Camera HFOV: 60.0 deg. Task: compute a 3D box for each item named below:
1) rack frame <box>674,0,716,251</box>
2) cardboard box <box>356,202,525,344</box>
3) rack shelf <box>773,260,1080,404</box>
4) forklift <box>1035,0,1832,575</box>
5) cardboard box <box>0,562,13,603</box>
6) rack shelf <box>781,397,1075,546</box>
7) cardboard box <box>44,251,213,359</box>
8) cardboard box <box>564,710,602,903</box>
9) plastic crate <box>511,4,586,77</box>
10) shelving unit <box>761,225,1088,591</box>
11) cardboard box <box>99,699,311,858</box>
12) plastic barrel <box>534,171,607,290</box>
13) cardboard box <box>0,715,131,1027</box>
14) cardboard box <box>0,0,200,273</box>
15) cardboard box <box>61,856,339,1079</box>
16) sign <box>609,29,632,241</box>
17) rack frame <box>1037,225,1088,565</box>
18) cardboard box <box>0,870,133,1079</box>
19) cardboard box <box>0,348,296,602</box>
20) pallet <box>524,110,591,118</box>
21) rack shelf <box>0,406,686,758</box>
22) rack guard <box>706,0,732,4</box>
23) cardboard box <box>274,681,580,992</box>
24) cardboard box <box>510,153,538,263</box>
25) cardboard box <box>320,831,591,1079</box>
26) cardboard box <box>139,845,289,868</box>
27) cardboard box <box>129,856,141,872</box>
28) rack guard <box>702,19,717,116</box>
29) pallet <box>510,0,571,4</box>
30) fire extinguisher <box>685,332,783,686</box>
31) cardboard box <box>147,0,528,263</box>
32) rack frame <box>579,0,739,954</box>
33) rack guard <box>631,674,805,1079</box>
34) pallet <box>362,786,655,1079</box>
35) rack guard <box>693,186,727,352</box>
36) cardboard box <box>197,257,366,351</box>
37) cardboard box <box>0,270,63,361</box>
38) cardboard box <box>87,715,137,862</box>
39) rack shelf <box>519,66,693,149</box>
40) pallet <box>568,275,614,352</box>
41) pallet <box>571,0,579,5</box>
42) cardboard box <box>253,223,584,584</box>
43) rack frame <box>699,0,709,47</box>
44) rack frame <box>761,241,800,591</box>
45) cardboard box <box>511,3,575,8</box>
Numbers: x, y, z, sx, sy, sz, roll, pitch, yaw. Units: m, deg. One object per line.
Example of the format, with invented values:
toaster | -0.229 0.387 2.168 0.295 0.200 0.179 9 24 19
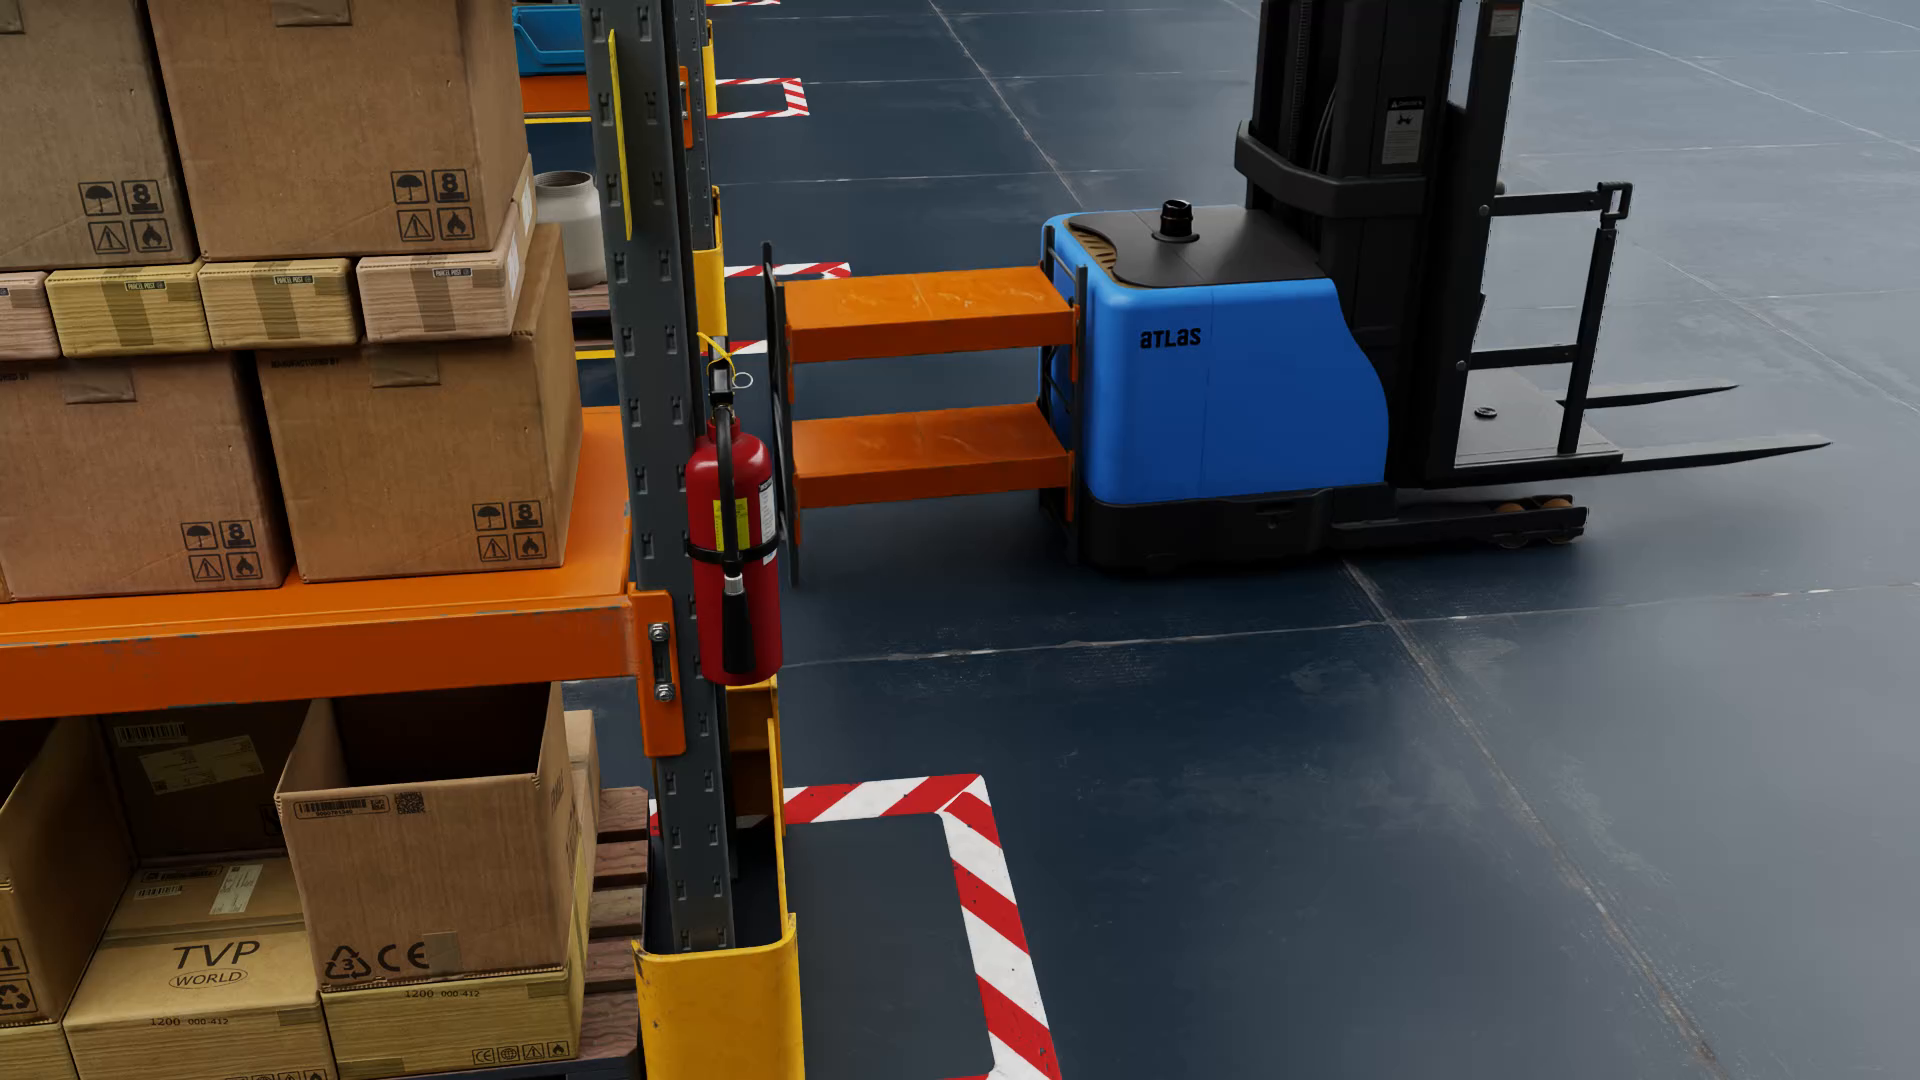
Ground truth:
rack frame | -1.304 -2.527 7.889 0.127 3.000 1.000 -4 27 -7
cardboard box | -0.970 -0.510 3.138 0.250 0.149 0.380 -4 27 -8
rack shelf | -0.133 -0.738 5.816 1.000 0.278 0.538 -5 28 -10
forklift | 1.864 -1.503 5.968 3.031 2.935 1.130 -5 28 -10
cardboard box | -2.094 -0.243 3.329 0.500 0.500 0.700 -3 27 -7
rack shelf | -0.133 -0.260 6.061 1.000 0.278 0.538 -5 28 -10
cardboard box | -1.482 -0.476 3.073 0.250 0.149 0.380 -4 27 -8
cardboard box | -1.180 0.683 4.186 0.500 0.250 0.500 -4 27 -7
plastic crate | -1.758 -2.294 7.597 0.616 0.251 0.499 -4 27 -7
shelving unit | -0.133 -0.478 5.949 1.048 1.125 0.538 -5 28 -10
cardboard box | -1.675 0.382 3.951 0.500 0.500 0.500 -4 27 -7
plastic barrel | -1.945 -1.530 8.212 0.421 0.512 0.421 0 27 0
cardboard box | -2.096 0.654 3.419 0.500 0.500 0.500 -4 27 -7
cardboard box | -1.654 -0.846 3.082 0.500 0.500 0.700 -4 27 -8
cardboard box | -1.601 0.954 3.657 0.500 0.250 0.500 -4 27 -7
sign | -0.556 -0.662 2.726 0.005 0.325 0.100 -4 27 -7
rack frame | 0.365 -0.523 6.038 0.032 1.125 0.500 -5 28 -10
cardboard box | -2.096 0.987 3.593 0.500 0.250 0.500 -4 27 -7
cardboard box | -1.601 -0.272 3.385 0.500 0.500 0.700 -3 27 -6
pallet | -2.879 -3.485 12.810 1.213 0.211 1.003 -4 27 -7
rack shelf | -2.598 0.160 3.441 4.000 0.370 1.077 -4 27 -7
rack guard | -2.561 -5.904 17.209 0.348 0.500 1.175 -4 27 -7
cardboard box | -1.107 0.584 3.556 0.500 0.500 0.500 -4 27 -7
cardboard box | -1.036 -0.693 3.494 0.250 0.149 0.380 -4 27 -7
cardboard box | -1.108 0.917 3.729 0.500 0.250 0.500 -4 27 -7
cardboard box | -1.674 0.716 4.120 0.500 0.250 0.500 -4 27 -7
cardboard box | -2.170 0.748 4.059 0.500 0.250 0.500 -4 27 -7
rack guard | -2.069 -3.649 12.814 0.348 0.500 1.175 -4 27 -7
pallet | -4.571 -5.612 16.955 1.213 0.211 1.003 -4 27 -7
fire extinguisher | -0.436 -0.050 3.147 0.183 0.674 0.296 -4 27 -7
cardboard box | -1.134 -0.882 3.152 0.500 0.500 0.700 -4 27 -7
rack frame | -0.618 -0.287 3.524 0.127 3.000 1.000 -4 27 -7
rack guard | -0.594 0.823 4.098 0.348 0.500 1.175 -4 27 -7
pallet | -1.369 1.021 4.029 1.213 0.211 1.003 -4 27 -7
rack guard | -1.373 -1.389 8.409 0.348 0.500 1.175 -4 27 -7
cardboard box | -1.229 -0.493 3.104 0.250 0.149 0.380 -3 27 -6
cardboard box | -1.731 -0.461 3.043 0.250 0.149 0.380 -3 27 -6
cardboard box | -2.168 0.419 3.877 0.500 0.500 0.500 -4 27 -7
rack shelf | -3.285 -2.080 7.805 4.000 0.370 1.077 -4 27 -7
pallet | -2.178 -1.211 8.379 1.213 0.211 1.003 -4 27 -7
pallet | -3.366 -5.688 17.104 1.213 0.211 1.003 -4 27 -7
cardboard box | -1.082 -0.308 3.455 0.500 0.500 0.700 -4 27 -7
rack frame | -1.994 -4.766 12.253 0.127 3.000 1.000 -4 27 -7
rack frame | -0.632 -0.433 5.861 0.032 1.125 0.500 -5 28 -10
cardboard box | -3.202 -3.755 12.560 0.500 0.500 0.500 3 27 6
